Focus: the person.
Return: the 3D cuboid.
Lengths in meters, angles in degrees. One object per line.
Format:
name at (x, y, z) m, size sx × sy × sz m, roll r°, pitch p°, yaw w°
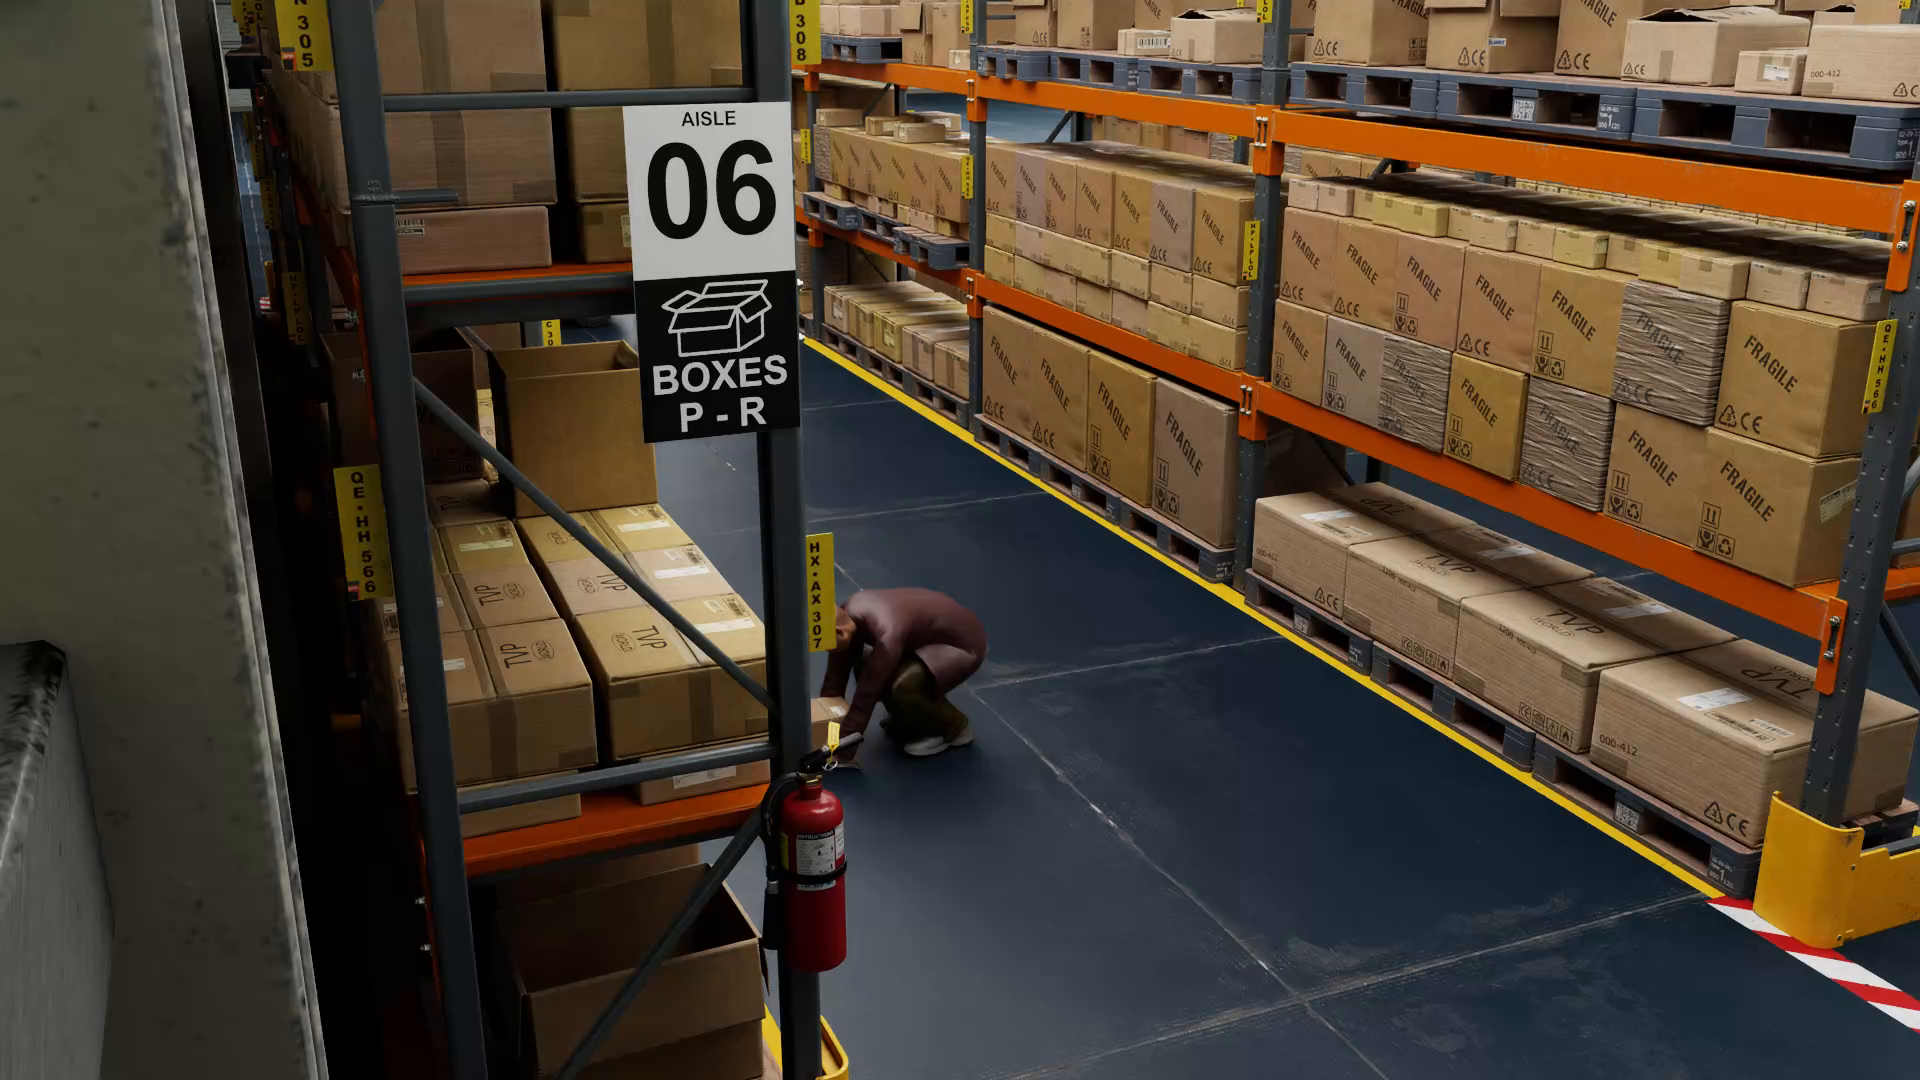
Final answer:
person at (-0.313, 0.623, 7.848) m, size 0.941 × 0.822 × 0.577 m, roll -8°, pitch 20°, yaw -23°
